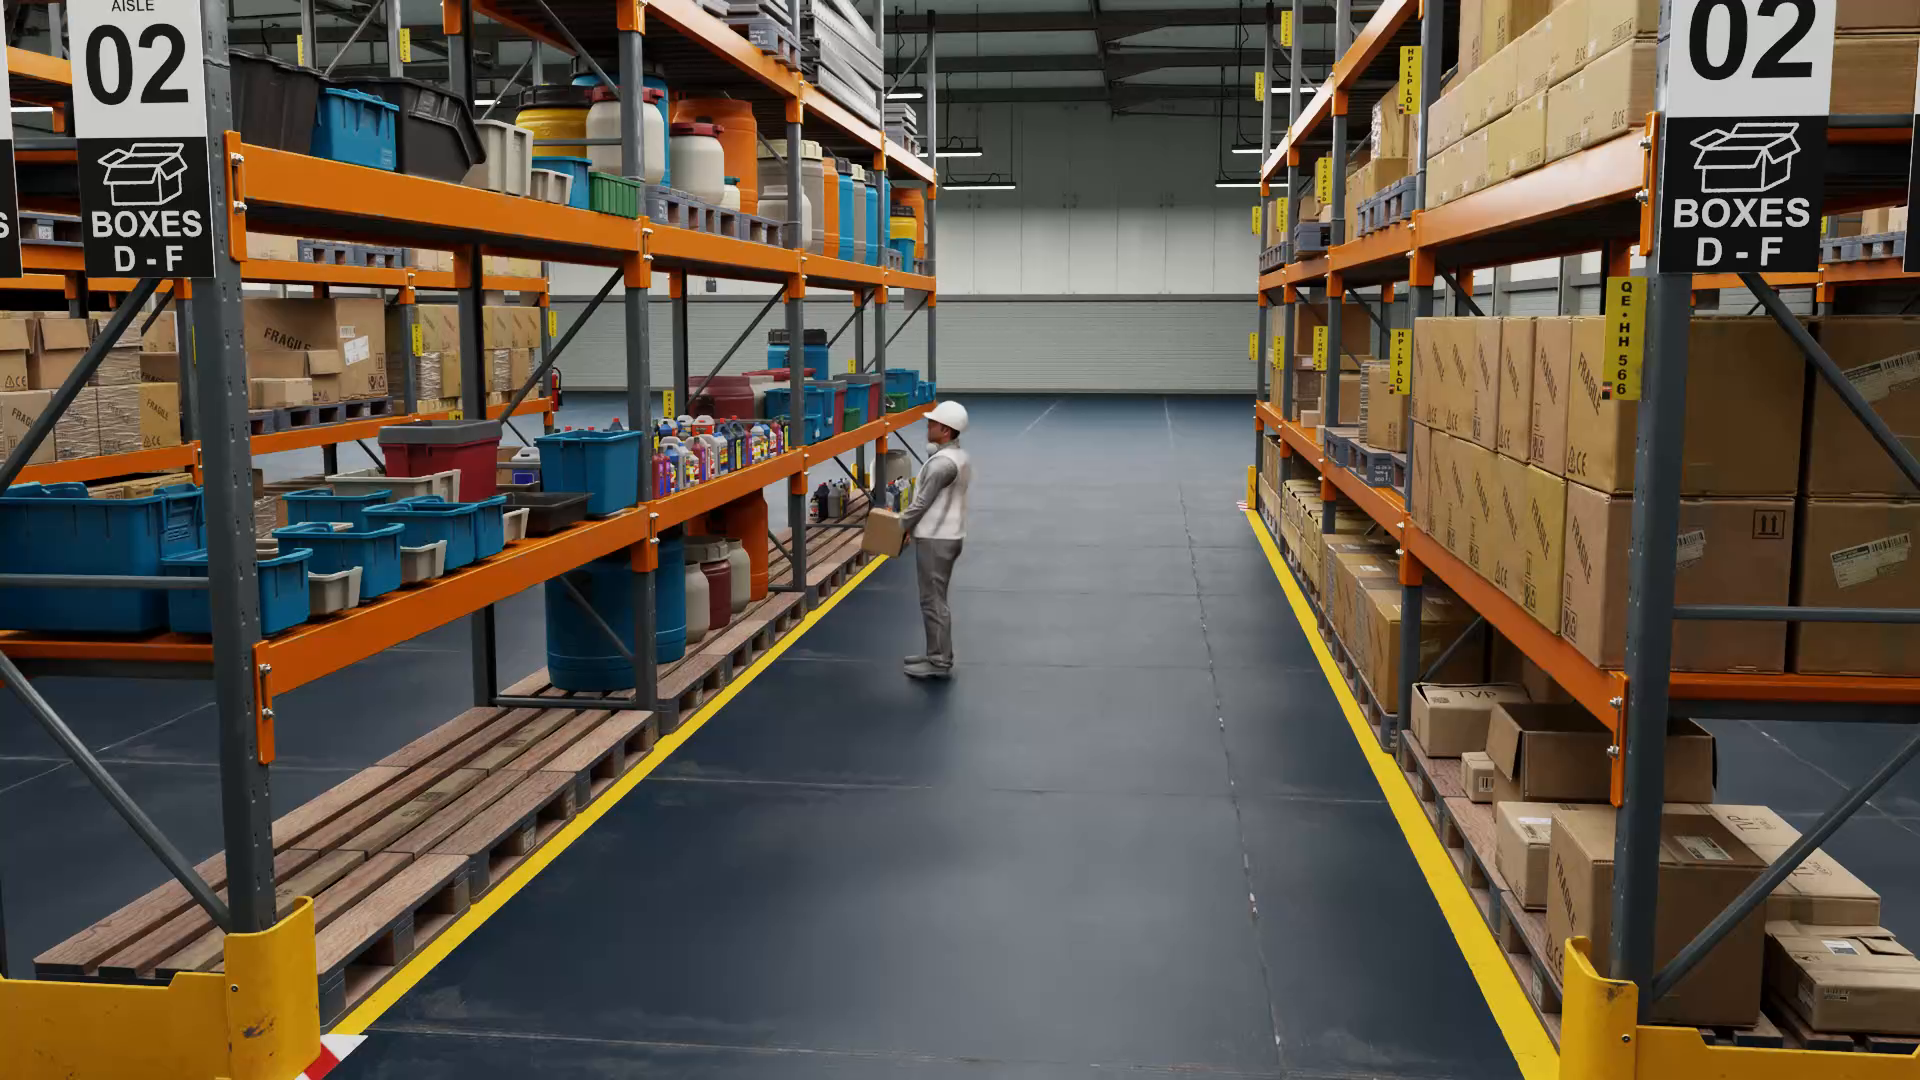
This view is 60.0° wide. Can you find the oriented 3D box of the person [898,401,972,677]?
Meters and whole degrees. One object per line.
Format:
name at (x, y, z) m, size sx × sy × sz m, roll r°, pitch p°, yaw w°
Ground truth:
person at (-0.207, -0.012, 10.766) m, size 0.533 × 1.776 × 0.514 m, roll 2°, pitch 8°, yaw 13°
